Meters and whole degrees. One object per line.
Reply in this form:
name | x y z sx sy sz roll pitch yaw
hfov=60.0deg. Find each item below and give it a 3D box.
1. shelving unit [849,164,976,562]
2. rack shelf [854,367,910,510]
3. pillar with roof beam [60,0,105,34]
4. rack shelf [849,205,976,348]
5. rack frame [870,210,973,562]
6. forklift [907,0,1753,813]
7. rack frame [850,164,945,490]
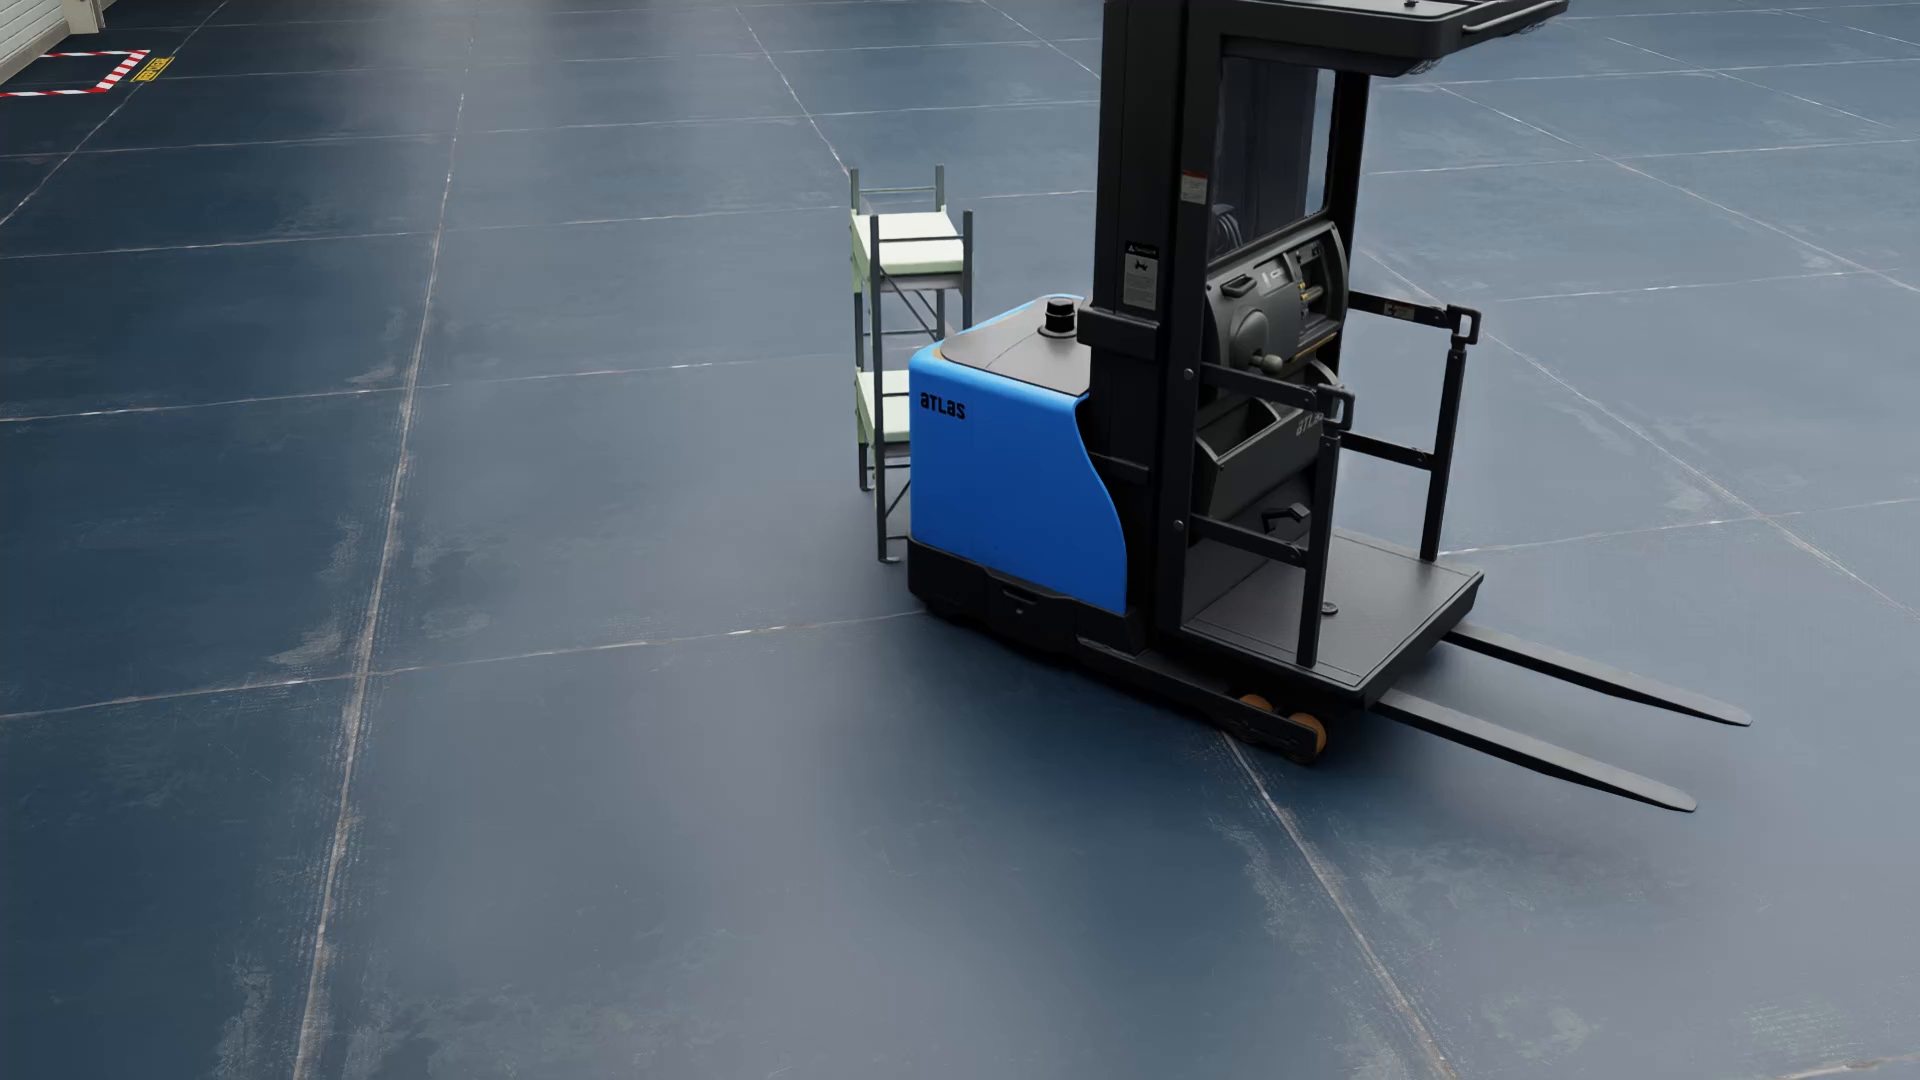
shelving unit | -0.208 -0.757 7.085 0.431 1.500 0.755 -4 27 -8
rack shelf | -0.208 -0.466 7.232 0.431 0.370 0.720 -4 27 -8
pillar with roof beam | -5.500 -10.110 17.294 9.100 9.000 0.400 -6 27 -12
rack shelf | -0.208 -1.105 6.909 0.431 0.370 0.720 -4 27 -8
rack frame | -0.150 -0.594 6.763 0.400 1.500 0.023 -4 27 -8
forklift | 1.263 -0.814 5.609 3.031 2.935 1.130 19 33 33
rack frame | -0.267 -0.920 7.408 0.400 1.500 0.023 -4 27 -8
